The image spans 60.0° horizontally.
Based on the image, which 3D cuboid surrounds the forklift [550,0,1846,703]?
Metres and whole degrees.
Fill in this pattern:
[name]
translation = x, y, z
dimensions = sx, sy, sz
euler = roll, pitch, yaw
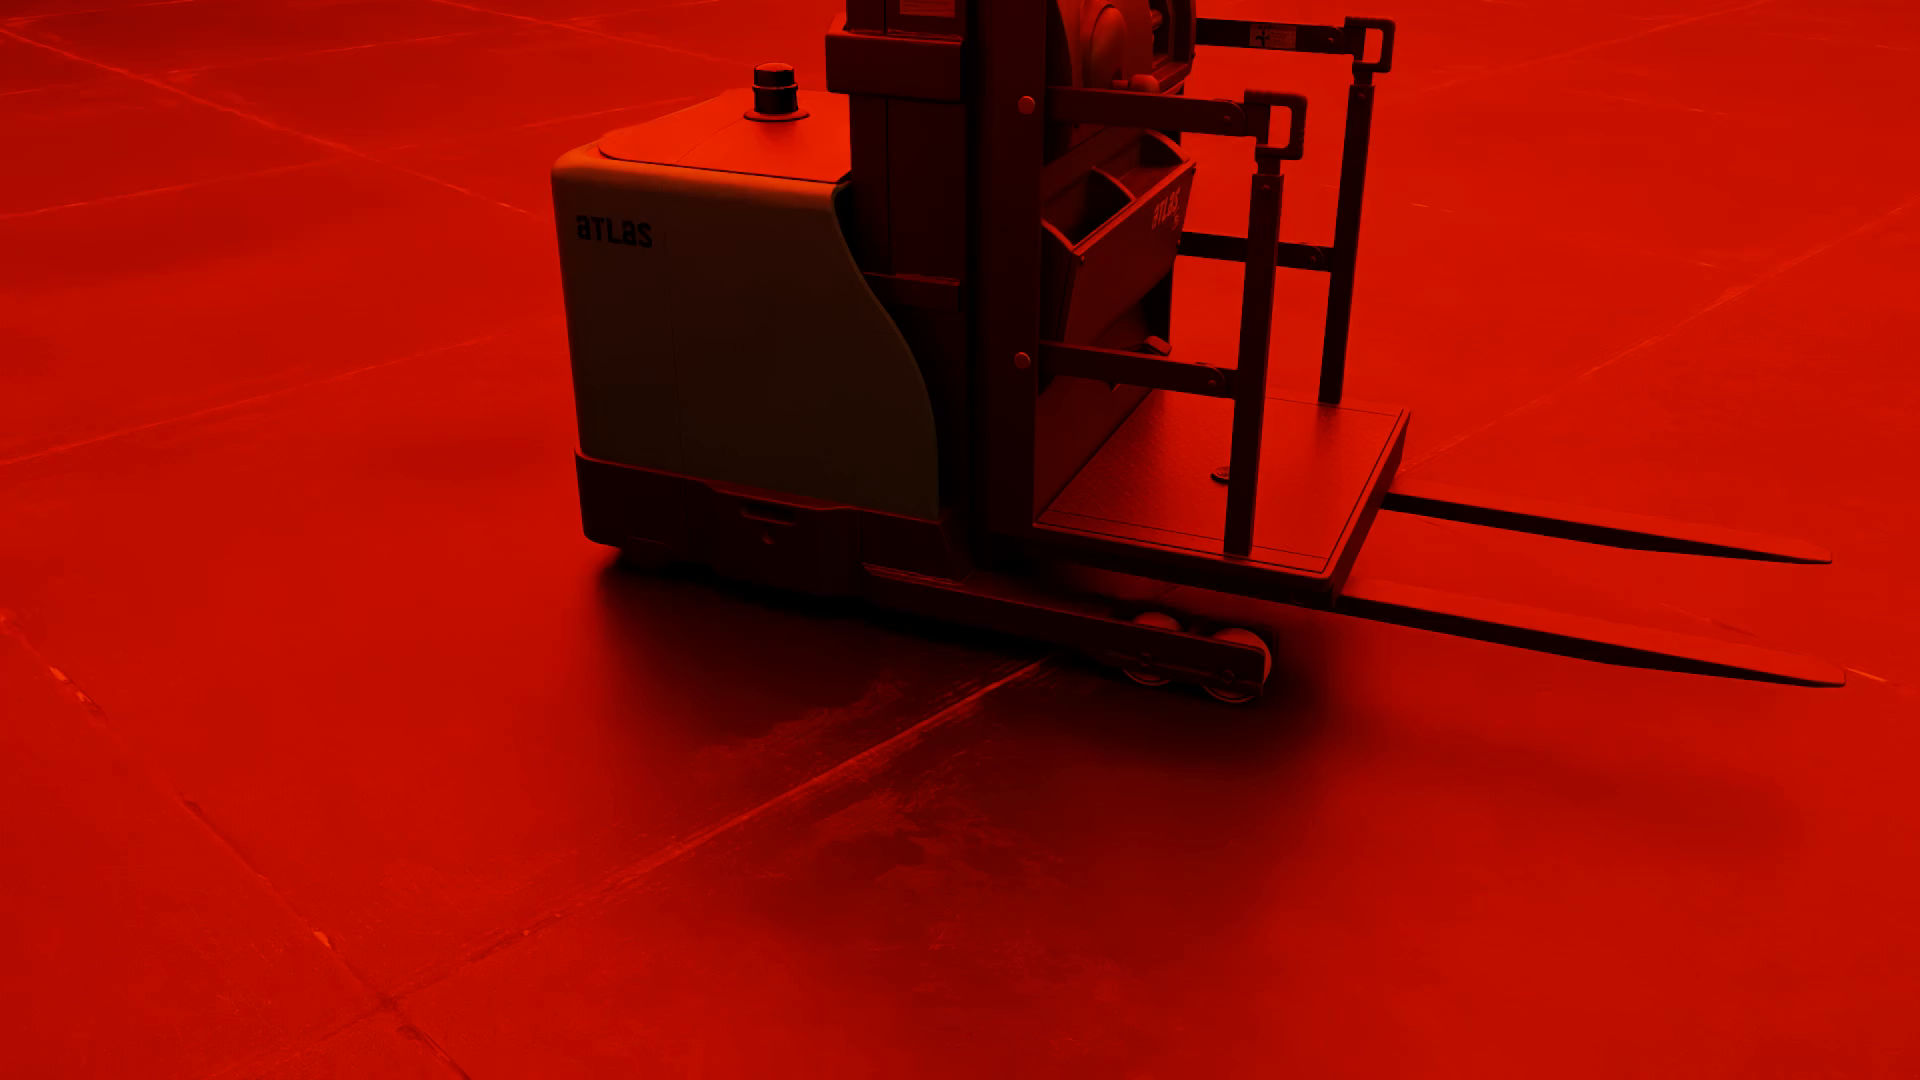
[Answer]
[forklift]
translation = 0.560, -1.212, 3.684
dimensions = 3.031, 2.935, 1.130
euler = 11, 28, 20
